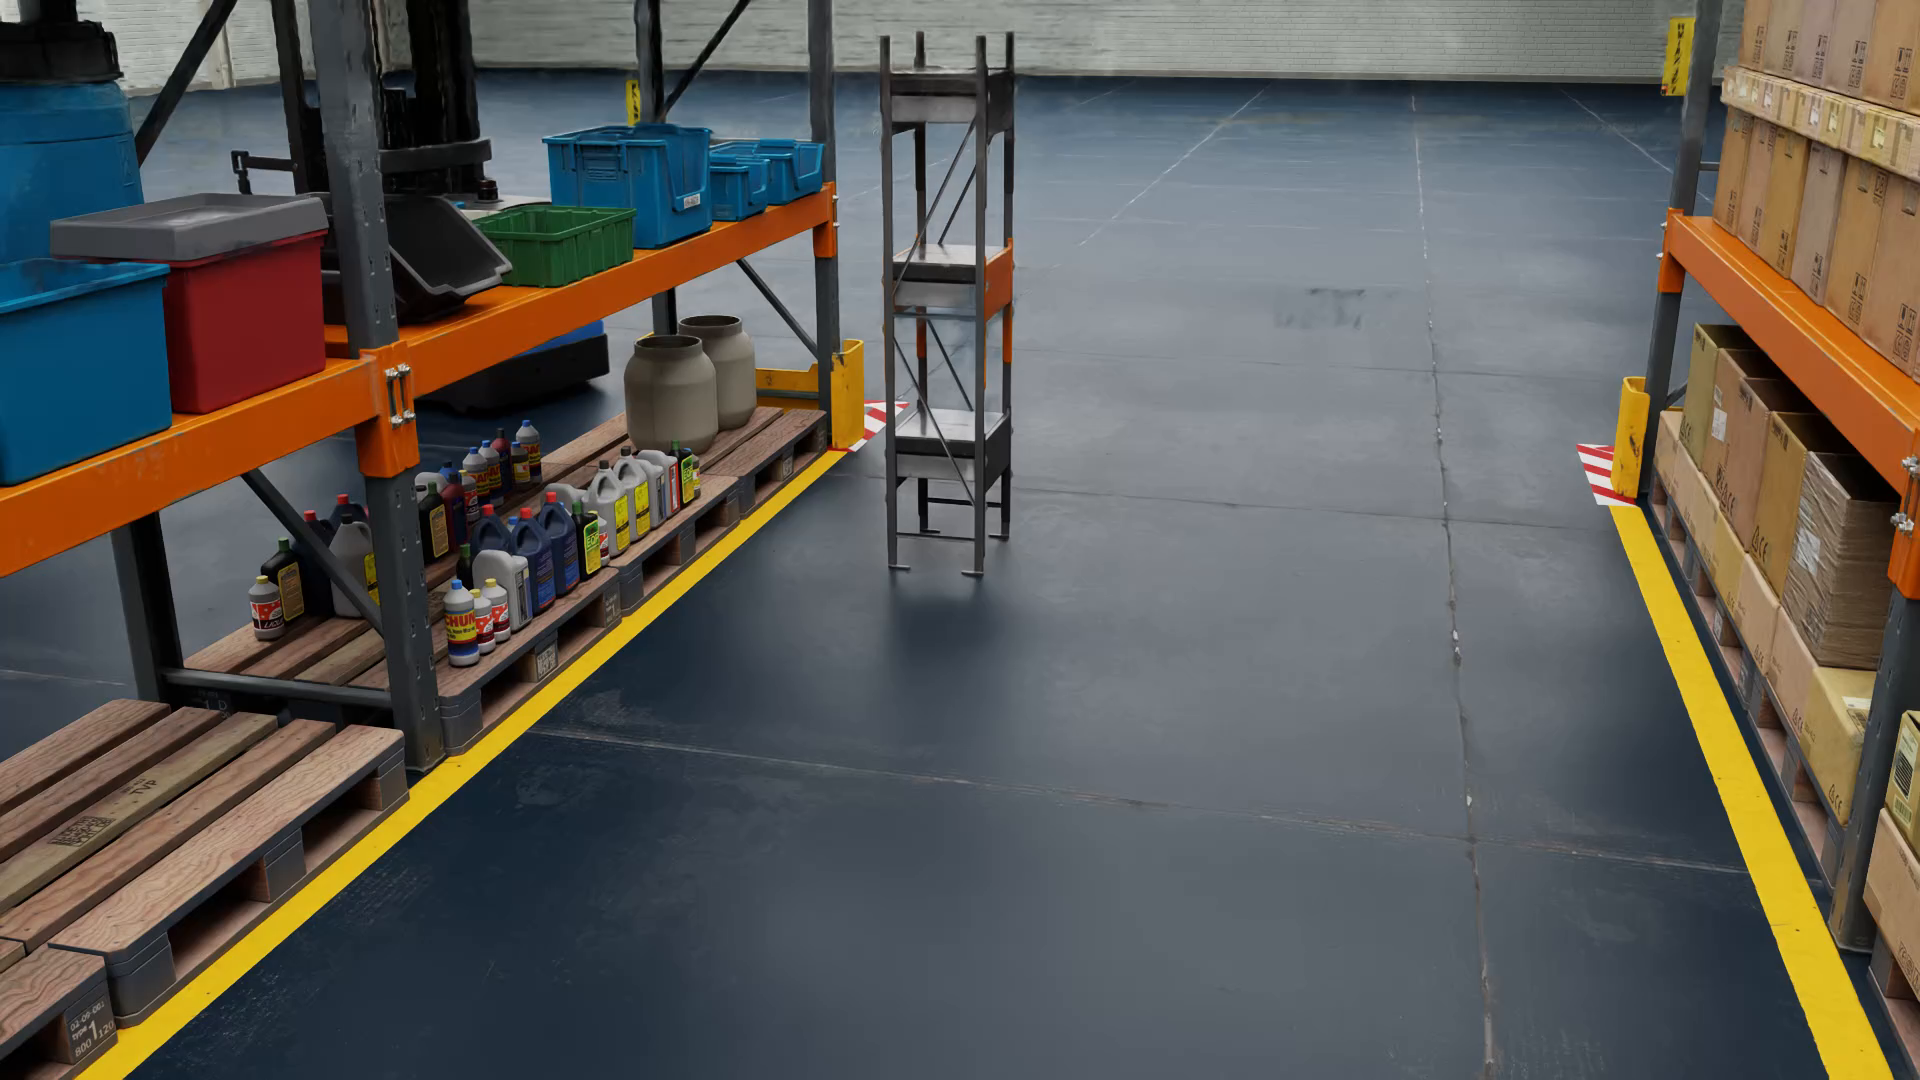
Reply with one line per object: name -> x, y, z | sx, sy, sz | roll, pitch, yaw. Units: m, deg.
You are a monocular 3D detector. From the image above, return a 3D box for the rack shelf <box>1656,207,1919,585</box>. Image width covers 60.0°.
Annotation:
rack shelf -> 3.187, -0.653, 5.570 | 1.077, 0.370, 4.000 | 5, 19, 13

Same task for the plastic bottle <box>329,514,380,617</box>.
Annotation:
plastic bottle -> -2.086, 0.074, 5.749 | 0.144, 0.351, 0.185 | 5, 19, 13

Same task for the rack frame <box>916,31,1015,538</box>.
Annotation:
rack frame -> 0.019, -1.018, 6.920 | 0.400, 2.100, 0.015 | 5, 19, 13

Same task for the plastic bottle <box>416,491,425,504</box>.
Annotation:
plastic bottle -> -2.100, -0.099, 6.255 | 0.144, 0.351, 0.185 | 5, 19, 13

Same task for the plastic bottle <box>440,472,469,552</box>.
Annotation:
plastic bottle -> -1.953, -0.110, 6.390 | 0.061, 0.283, 0.133 | 5, 19, 13

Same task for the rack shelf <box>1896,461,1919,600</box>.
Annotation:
rack shelf -> 2.210, 0.601, 1.900 | 1.077, 0.370, 4.000 | 5, 19, 13

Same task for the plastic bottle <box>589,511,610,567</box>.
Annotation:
plastic bottle -> -1.366, -0.009, 6.221 | 0.097, 0.201, 0.097 | 0, 19, 0

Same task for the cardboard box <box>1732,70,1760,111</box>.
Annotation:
cardboard box -> 3.309, -1.785, 6.615 | 0.380, 0.149, 0.250 | 4, 19, 12

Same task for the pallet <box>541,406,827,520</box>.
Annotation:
pallet -> -1.303, -0.411, 8.064 | 1.003, 0.211, 1.213 | 5, 19, 13

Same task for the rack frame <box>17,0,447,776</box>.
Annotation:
rack frame -> -2.104, -0.758, 4.767 | 1.000, 3.000, 0.127 | 5, 19, 13

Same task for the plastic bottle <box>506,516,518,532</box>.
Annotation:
plastic bottle -> -1.586, 0.049, 5.943 | 0.097, 0.271, 0.097 | 0, 19, 0

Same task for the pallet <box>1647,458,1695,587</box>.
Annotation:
pallet -> 3.530, -0.057, 7.029 | 1.003, 0.211, 1.213 | 5, 19, 13

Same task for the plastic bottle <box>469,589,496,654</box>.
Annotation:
plastic bottle -> -1.576, 0.260, 5.433 | 0.097, 0.201, 0.097 | 0, 19, 0

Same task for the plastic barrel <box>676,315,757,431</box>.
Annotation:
plastic barrel -> -1.213, -0.821, 8.151 | 0.421, 0.512, 0.421 | 0, 19, 0

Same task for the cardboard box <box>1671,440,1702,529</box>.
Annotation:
cardboard box -> 3.211, -0.210, 6.765 | 0.500, 0.250, 0.500 | 5, 19, 13

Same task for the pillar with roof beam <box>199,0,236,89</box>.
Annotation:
pillar with roof beam -> -11.359, -13.451, 32.647 | 9.100, 9.000, 0.400 | 5, 19, 13

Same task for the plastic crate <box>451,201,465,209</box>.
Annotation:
plastic crate -> -2.097, -1.056, 5.870 | 0.499, 0.251, 0.616 | 5, 19, 13

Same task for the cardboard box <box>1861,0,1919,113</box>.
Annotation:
cardboard box -> 3.046, -1.482, 4.725 | 0.700, 0.500, 0.500 | 5, 19, 13

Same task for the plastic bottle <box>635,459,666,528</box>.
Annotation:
plastic bottle -> -1.272, -0.201, 6.668 | 0.152, 0.276, 0.135 | 4, 19, 12

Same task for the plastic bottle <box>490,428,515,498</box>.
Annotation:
plastic bottle -> -1.945, -0.322, 7.011 | 0.061, 0.283, 0.133 | 5, 19, 14

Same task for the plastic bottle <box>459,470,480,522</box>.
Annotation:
plastic bottle -> -2.004, -0.183, 6.730 | 0.097, 0.201, 0.097 | 0, 19, 0

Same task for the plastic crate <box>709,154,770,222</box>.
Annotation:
plastic crate -> -1.123, -1.558, 7.339 | 0.499, 0.251, 0.408 | 5, 19, 13

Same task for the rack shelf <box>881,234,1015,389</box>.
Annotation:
rack shelf -> -0.040, -0.929, 6.701 | 0.431, 0.518, 0.480 | 5, 19, 13

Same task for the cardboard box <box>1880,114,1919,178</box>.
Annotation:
cardboard box -> 2.744, -1.065, 4.505 | 0.380, 0.149, 0.250 | 5, 19, 13

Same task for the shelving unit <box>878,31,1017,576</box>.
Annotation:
shelving unit -> -0.040, -0.942, 6.696 | 0.431, 2.100, 0.503 | 5, 19, 13

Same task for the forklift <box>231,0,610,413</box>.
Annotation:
forklift -> -3.626, -2.410, 9.709 | 3.031, 2.935, 1.130 | 10, 21, 27

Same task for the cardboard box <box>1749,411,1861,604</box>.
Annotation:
cardboard box -> 2.852, -0.094, 5.266 | 0.500, 0.500, 0.500 | 5, 19, 13

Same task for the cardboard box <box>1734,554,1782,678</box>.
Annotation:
cardboard box -> 2.840, 0.260, 5.390 | 0.500, 0.250, 0.500 | 5, 19, 13

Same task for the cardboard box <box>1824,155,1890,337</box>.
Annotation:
cardboard box -> 3.050, -0.876, 4.956 | 0.700, 0.500, 0.500 | 5, 19, 14

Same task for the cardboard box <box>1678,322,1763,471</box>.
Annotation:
cardboard box -> 3.209, -0.565, 6.645 | 0.500, 0.500, 0.500 | 5, 19, 13

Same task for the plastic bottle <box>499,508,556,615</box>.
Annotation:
plastic bottle -> -1.504, 0.067, 5.769 | 0.144, 0.351, 0.185 | 5, 20, 15

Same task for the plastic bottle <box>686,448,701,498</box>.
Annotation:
plastic bottle -> -1.150, -0.286, 7.033 | 0.097, 0.201, 0.097 | 0, 19, 0

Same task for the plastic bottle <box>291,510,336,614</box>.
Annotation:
plastic bottle -> -2.226, 0.062, 5.782 | 0.144, 0.351, 0.185 | 4, 19, 12

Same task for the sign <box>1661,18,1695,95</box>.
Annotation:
sign -> 3.139, -2.113, 7.270 | 0.100, 0.325, 0.005 | 5, 19, 13

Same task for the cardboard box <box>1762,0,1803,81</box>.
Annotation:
cardboard box -> 3.413, -1.954, 6.106 | 0.700, 0.500, 0.500 | 4, 19, 12

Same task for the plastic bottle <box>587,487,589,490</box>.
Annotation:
plastic bottle -> -1.436, -0.109, 6.515 | 0.097, 0.201, 0.097 | 0, 19, 0

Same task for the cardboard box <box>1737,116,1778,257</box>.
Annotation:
cardboard box -> 3.426, -1.357, 6.365 | 0.700, 0.500, 0.500 | 5, 20, 15

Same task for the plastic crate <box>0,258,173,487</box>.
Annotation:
plastic crate -> -2.072, -0.381, 3.686 | 0.392, 0.384, 0.575 | 5, 19, 13

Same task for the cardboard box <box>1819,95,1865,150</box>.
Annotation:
cardboard box -> 2.931, -1.304, 5.206 | 0.380, 0.149, 0.250 | 5, 20, 15

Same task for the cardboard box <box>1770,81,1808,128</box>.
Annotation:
cardboard box -> 3.121, -1.544, 5.910 | 0.380, 0.149, 0.250 | 4, 19, 12

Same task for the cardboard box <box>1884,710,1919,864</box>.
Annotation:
cardboard box -> 2.356, 0.581, 3.583 | 0.500, 0.311, 0.500 | 5, 19, 14

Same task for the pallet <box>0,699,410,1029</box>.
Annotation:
pallet -> -2.258, 0.810, 4.489 | 1.003, 0.211, 1.213 | 5, 19, 13
